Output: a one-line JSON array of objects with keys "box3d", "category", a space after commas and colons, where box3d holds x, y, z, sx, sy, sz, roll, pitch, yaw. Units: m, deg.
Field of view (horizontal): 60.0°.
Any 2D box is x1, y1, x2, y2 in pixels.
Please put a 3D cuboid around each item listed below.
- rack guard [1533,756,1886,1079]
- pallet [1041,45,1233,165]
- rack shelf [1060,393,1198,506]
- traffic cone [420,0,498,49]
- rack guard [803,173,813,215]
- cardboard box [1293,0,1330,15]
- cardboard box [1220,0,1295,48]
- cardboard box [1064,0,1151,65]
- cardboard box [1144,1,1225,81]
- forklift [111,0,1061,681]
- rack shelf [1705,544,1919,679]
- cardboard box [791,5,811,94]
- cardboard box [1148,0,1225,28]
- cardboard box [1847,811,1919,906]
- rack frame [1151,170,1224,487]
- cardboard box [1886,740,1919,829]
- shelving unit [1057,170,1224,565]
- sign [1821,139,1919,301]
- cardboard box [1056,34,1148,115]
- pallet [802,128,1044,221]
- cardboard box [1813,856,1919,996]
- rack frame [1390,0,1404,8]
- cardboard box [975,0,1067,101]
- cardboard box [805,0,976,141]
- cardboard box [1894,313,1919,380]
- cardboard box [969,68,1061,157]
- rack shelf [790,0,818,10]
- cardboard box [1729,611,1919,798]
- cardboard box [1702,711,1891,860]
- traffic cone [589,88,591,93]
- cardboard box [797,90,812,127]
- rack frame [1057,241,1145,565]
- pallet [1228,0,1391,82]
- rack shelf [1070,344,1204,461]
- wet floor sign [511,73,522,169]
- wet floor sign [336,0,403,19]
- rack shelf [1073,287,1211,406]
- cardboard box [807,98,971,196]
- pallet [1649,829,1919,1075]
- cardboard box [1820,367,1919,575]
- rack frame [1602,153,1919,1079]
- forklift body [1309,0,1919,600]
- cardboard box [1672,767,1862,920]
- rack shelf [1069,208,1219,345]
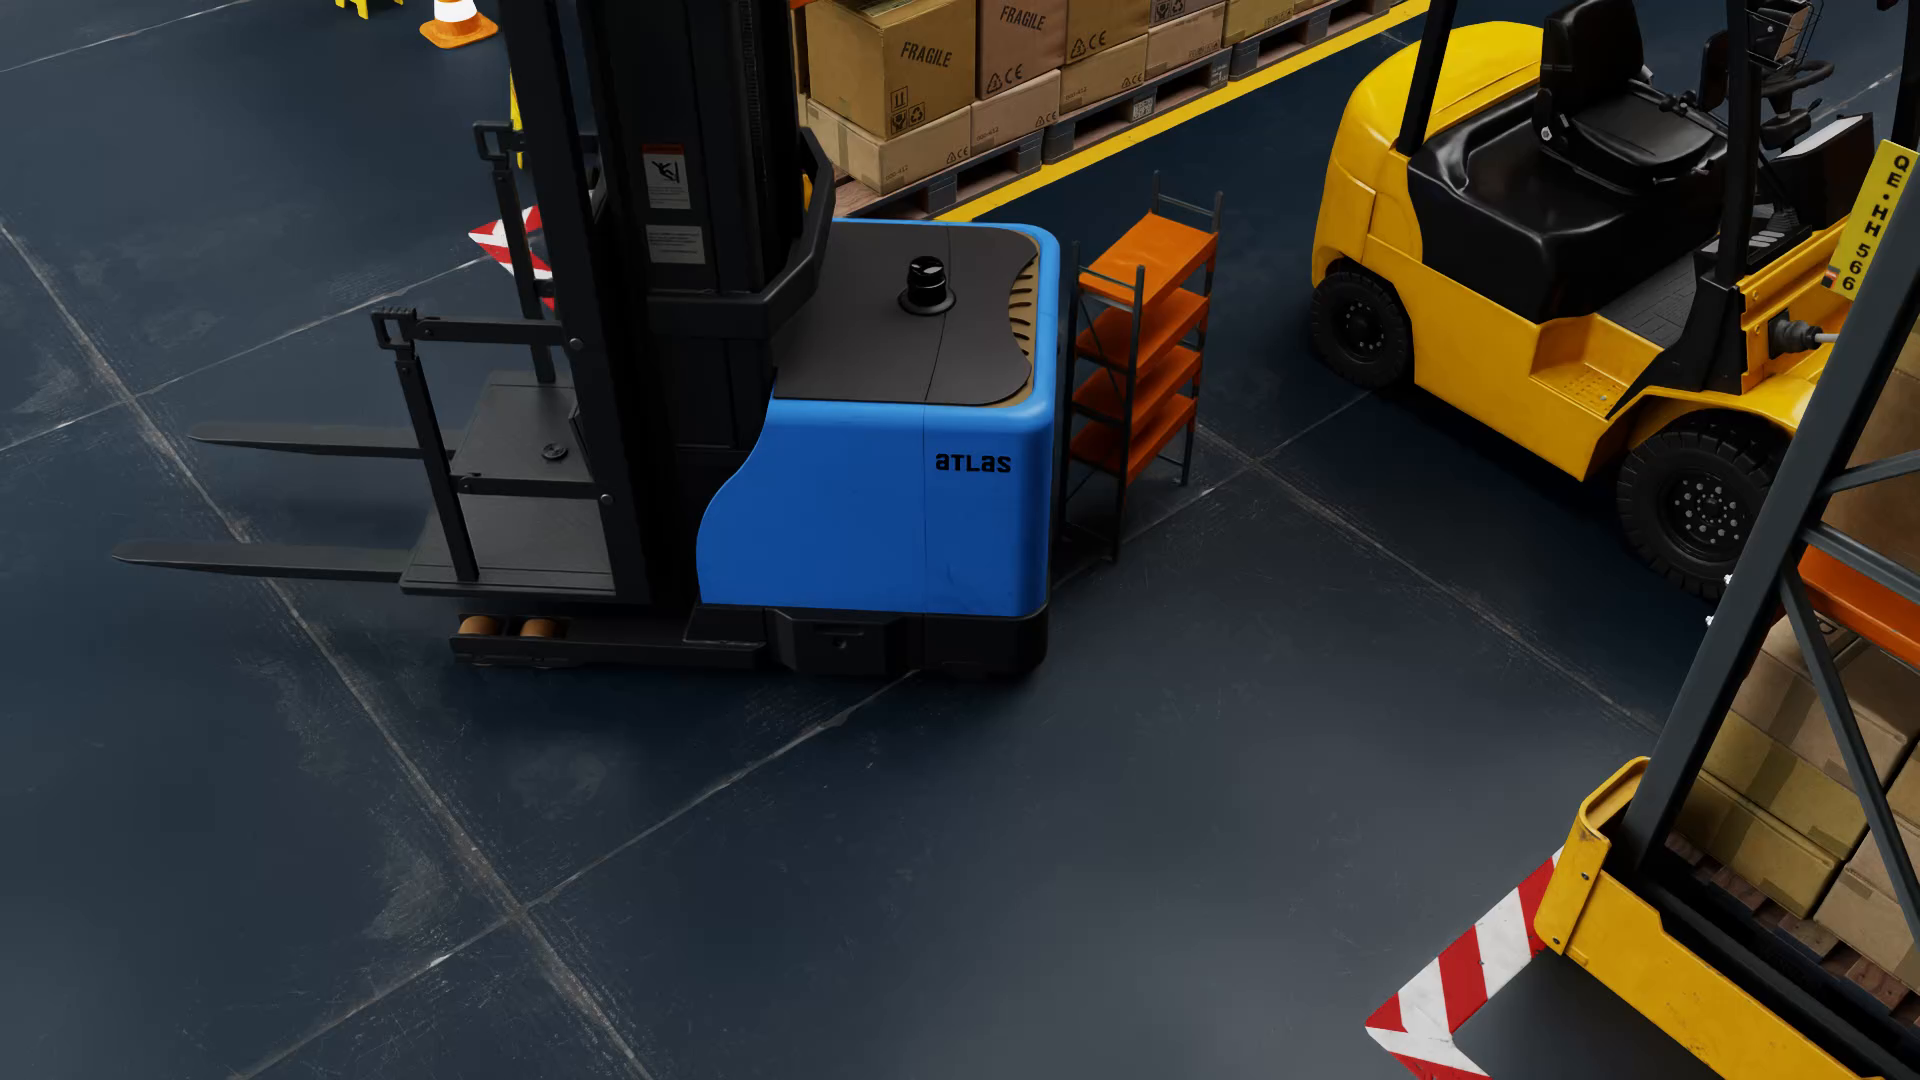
[{"box3d": [2.070, 1.119, 4.194, 0.348, 0.500, 1.175, -30, 51, -28], "category": "rack guard"}, {"box3d": [0.540, -2.296, 8.041, 1.213, 0.211, 1.003, -30, 51, -28], "category": "pallet"}, {"box3d": [0.575, -0.347, 5.631, 0.258, 0.148, 0.480, 25, 49, 24], "category": "rack shelf"}, {"box3d": [-2.570, -2.783, 8.375, 0.334, 0.463, 0.336, -30, 51, -28], "category": "traffic cone"}, {"box3d": [-1.041, -1.530, 7.014, 0.348, 0.500, 1.175, -30, 51, -28], "category": "rack guard"}, {"box3d": [1.688, -2.915, 8.364, 0.500, 0.250, 0.500, -28, 50, -26], "category": "cardboard box"}, {"box3d": [1.286, -2.676, 8.109, 0.500, 0.250, 0.500, -31, 51, -29], "category": "cardboard box"}, {"box3d": [0.503, -2.500, 7.375, 0.500, 0.500, 0.500, -29, 50, -27], "category": "cardboard box"}, {"box3d": [0.893, -2.455, 7.874, 0.500, 0.250, 0.500, -29, 50, -27], "category": "cardboard box"}, {"box3d": [-1.211, -1.017, 4.691, 3.031, 2.935, 1.130, 2, 43, 3], "category": "forklift"}, {"box3d": [3.622, -0.419, 4.531, 4.000, 0.370, 1.077, -30, 51, -28], "category": "rack shelf"}, {"box3d": [-0.652, -2.321, 7.184, 0.500, 0.500, 0.500, -29, 51, -28], "category": "cardboard box"}, {"box3d": [0.908, -2.739, 7.629, 0.500, 0.500, 0.500, -27, 50, -26], "category": "cardboard box"}, {"box3d": [2.582, 0.767, 4.079, 0.500, 0.250, 0.500, -29, 50, -27], "category": "cardboard box"}, {"box3d": [0.713, -0.678, 5.596, 0.240, 1.200, 0.015, 25, 49, 24], "category": "rack frame"}, {"box3d": [2.578, 0.570, 3.923, 0.500, 0.250, 0.500, -31, 51, -28], "category": "cardboard box"}, {"box3d": [0.575, -0.540, 5.449, 0.258, 1.200, 0.503, 25, 49, 24], "category": "shelving unit"}, {"box3d": [1.751, -0.602, 3.182, 0.005, 0.325, 0.100, -30, 51, -28], "category": "sign"}, {"box3d": [0.504, -2.234, 7.640, 0.500, 0.250, 0.500, -26, 49, -25], "category": "cardboard box"}, {"box3d": [-0.395, -1.763, 7.473, 1.213, 0.211, 1.003, -30, 51, -28], "category": "pallet"}, {"box3d": [2.591, 0.933, 4.267, 0.500, 0.250, 0.500, -30, 51, -28], "category": "cardboard box"}, {"box3d": [1.969, -4.165, 7.993, 0.127, 3.000, 1.000, -30, 51, -28], "category": "rack frame"}, {"box3d": [0.113, -2.284, 7.145, 0.500, 0.500, 0.500, -32, 52, -29], "category": "cardboard box"}, {"box3d": [-0.285, -2.052, 6.898, 0.500, 0.500, 0.500, -32, 52, -29], "category": "cardboard box"}, {"box3d": [2.175, -0.375, 3.412, 0.250, 0.149, 0.380, -29, 50, -27], "category": "cardboard box"}, {"box3d": [0.093, -1.988, 7.377, 0.500, 0.250, 0.500, -28, 50, -27], "category": "cardboard box"}, {"box3d": [0.435, -3.024, 7.304, 4.000, 0.370, 1.077, -30, 51, -28], "category": "rack shelf"}, {"box3d": [2.241, 0.316, 4.194, 0.500, 0.250, 0.500, -28, 50, -27], "category": "cardboard box"}, {"box3d": [2.261, 0.486, 4.378, 0.500, 0.250, 0.500, -30, 51, -28], "category": "cardboard box"}, {"box3d": [-1.597, -2.349, 7.914, 0.334, 0.463, 0.336, -30, 51, -28], "category": "traffic cone"}, {"box3d": [-0.633, -2.065, 7.460, 0.500, 0.250, 0.500, -30, 51, -28], "category": "cardboard box"}, {"box3d": [0.438, -0.402, 5.302, 0.240, 1.200, 0.015, 25, 49, 24], "category": "rack frame"}, {"box3d": [1.477, -2.835, 8.614, 1.213, 0.211, 1.003, -30, 51, -28], "category": "pallet"}, {"box3d": [0.575, -0.491, 5.495, 0.258, 0.148, 0.480, 25, 49, 24], "category": "rack shelf"}, {"box3d": [-1.931, -2.028, 7.438, 0.232, 0.644, 0.267, -14, 45, -14], "category": "wet floor sign"}, {"box3d": [-3.104, -3.052, 8.528, 0.267, 0.644, 0.232, 30, 51, 28], "category": "wet floor sign"}, {"box3d": [0.575, -0.654, 5.342, 0.258, 0.148, 0.480, 25, 49, 24], "category": "rack shelf"}, {"box3d": [-0.303, -1.768, 7.143, 0.500, 0.250, 0.500, -30, 51, -28], "category": "cardboard box"}, {"box3d": [2.648, 0.856, 4.685, 1.213, 0.211, 1.003, -30, 51, -28], "category": "pallet"}, {"box3d": [2.297, -0.193, 3.692, 0.500, 0.500, 0.500, -31, 51, -29], "category": "cardboard box"}, {"box3d": [2.088, 0.197, 3.349, 0.127, 3.000, 1.000, -30, 51, -28], "category": "rack frame"}, {"box3d": [2.372, -1.284, 5.547, 1.214, 2.155, 2.313, -30, 51, -28], "category": "forklift body"}, {"box3d": [2.246, 0.674, 4.543, 0.500, 0.250, 0.500, -29, 51, -28], "category": "cardboard box"}, {"box3d": [0.575, -0.827, 5.180, 0.258, 0.148, 0.480, 25, 49, 24], "category": "rack shelf"}]
